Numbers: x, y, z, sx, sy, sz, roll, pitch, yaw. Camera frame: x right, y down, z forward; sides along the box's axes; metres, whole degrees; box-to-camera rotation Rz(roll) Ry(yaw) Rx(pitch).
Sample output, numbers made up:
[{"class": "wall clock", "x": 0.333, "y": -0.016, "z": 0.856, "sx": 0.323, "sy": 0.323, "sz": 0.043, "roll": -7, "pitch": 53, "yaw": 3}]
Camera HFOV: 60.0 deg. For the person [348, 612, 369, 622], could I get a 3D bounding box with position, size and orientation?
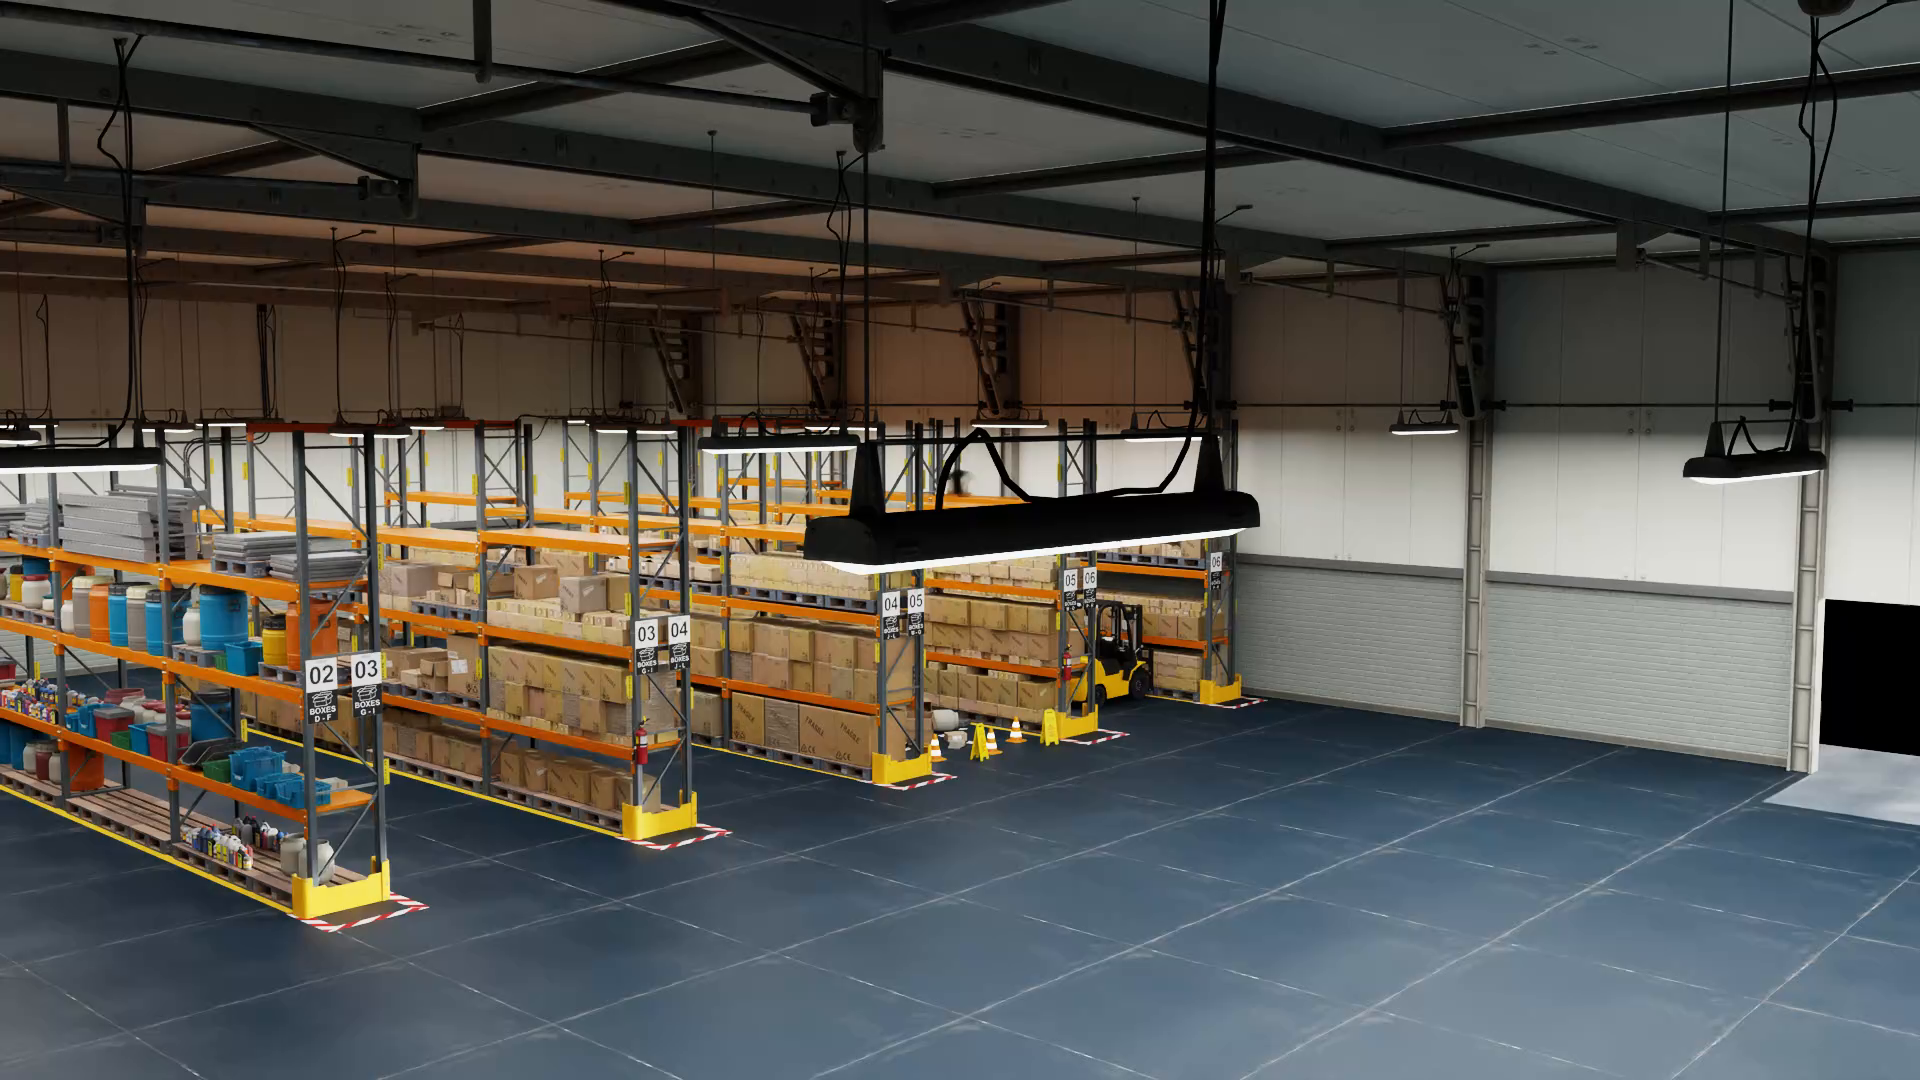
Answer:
[{"class": "person", "x": -14.064, "y": 2.340, "z": 38.957, "sx": 0.601, "sy": 1.678, "sz": 0.822, "roll": 0, "pitch": 5, "yaw": 5}]
